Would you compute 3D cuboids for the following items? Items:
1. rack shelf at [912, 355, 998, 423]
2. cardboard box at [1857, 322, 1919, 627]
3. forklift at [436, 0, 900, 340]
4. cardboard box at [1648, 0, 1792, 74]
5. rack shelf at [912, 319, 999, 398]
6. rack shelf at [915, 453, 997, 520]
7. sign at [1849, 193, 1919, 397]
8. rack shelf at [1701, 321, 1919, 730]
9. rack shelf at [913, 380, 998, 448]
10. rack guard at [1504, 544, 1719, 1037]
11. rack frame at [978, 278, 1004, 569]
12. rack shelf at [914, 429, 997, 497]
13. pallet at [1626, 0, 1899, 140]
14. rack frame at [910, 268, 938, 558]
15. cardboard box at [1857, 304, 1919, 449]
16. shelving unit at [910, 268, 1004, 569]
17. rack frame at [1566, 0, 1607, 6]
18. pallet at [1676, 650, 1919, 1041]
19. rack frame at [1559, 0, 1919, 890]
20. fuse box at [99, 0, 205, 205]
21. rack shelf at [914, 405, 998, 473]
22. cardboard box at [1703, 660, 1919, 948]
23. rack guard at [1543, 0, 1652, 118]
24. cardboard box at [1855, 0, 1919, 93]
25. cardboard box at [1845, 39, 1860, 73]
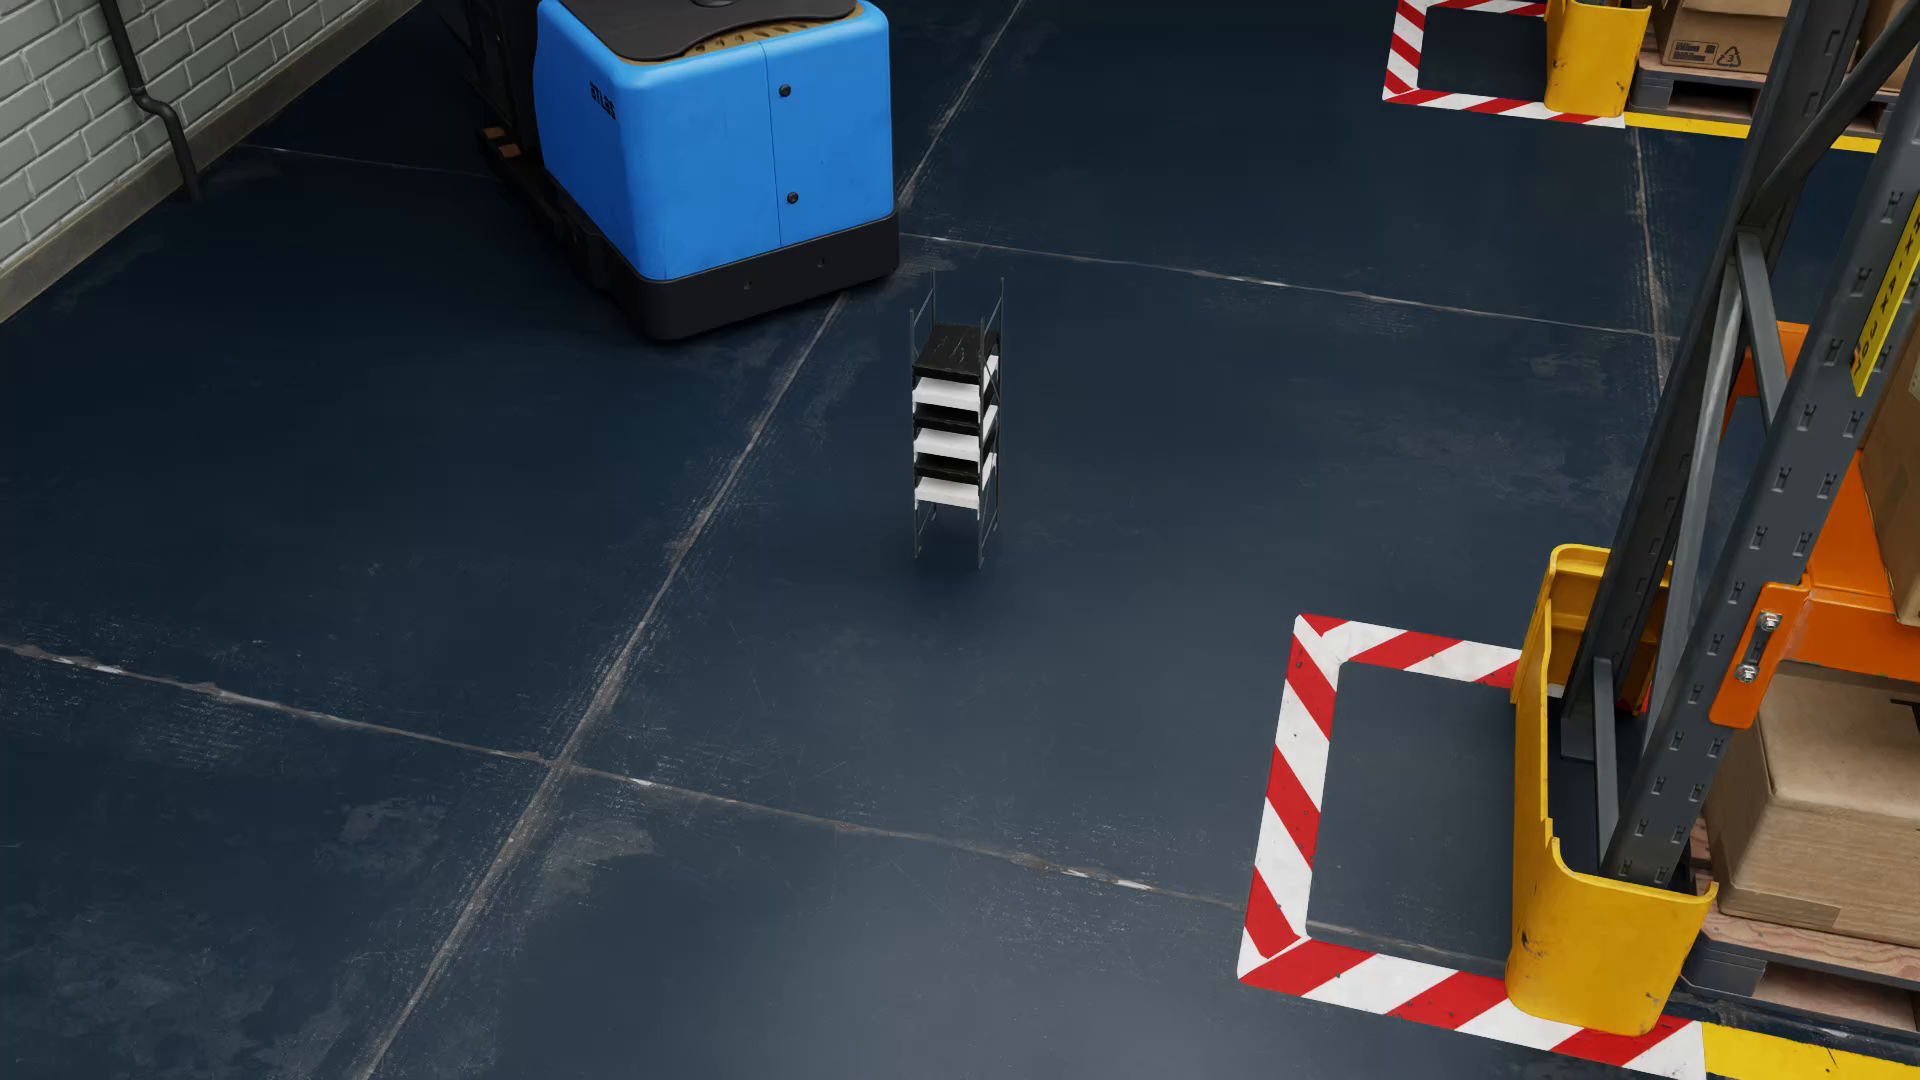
[{"bbox_3d":[-0.008,-0.458,4.868,0.200,0.077,0.258,10,41,11],"label":"rack shelf"},{"bbox_3d":[2.017,-0.149,3.018,0.500,0.500,0.500,9,41,11],"label":"cardboard box"},{"bbox_3d":[-1.425,-2.769,6.268,1.130,2.935,3.031,-21,44,-23],"label":"forklift"},{"bbox_3d":[3.473,-2.498,7.506,0.637,0.503,0.797,8,41,10],"label":"cardboard box"},{"bbox_3d":[-0.008,-0.527,4.810,0.200,0.077,0.258,10,41,11],"label":"rack shelf"},{"bbox_3d":[-0.008,-0.183,5.099,0.200,0.077,0.258,10,41,11],"label":"rack shelf"},{"bbox_3d":[1.478,-0.387,2.644,0.005,0.325,0.100,10,41,11],"label":"sign"},{"bbox_3d":[3.560,0.239,3.193,4.000,0.370,1.077,10,41,11],"label":"rack shelf"},{"bbox_3d":[-0.008,-0.389,4.926,0.200,0.077,0.258,10,41,11],"label":"rack shelf"},{"bbox_3d":[1.604,0.584,4.166,0.348,0.500,1.175,10,41,11],"label":"rack guard"},{"bbox_3d":[0.090,-0.329,4.942,0.006,0.900,0.240,10,41,11],"label":"rack frame"},{"bbox_3d":[-0.008,-0.252,5.042,0.200,0.077,0.258,10,41,11],"label":"rack shelf"},{"bbox_3d":[3.751,-2.241,7.754,1.213,0.211,1.003,10,41,11],"label":"pallet"},{"bbox_3d":[-0.106,-0.363,4.982,0.006,0.900,0.240,10,41,11],"label":"rack frame"},{"bbox_3d":[2.162,-0.492,3.425,0.500,0.500,0.500,10,41,12],"label":"cardboard box"},{"bbox_3d":[-0.008,-0.346,4.962,0.210,0.900,0.258,10,41,11],"label":"shelving unit"},{"bbox_3d":[2.907,-3.453,7.030,0.127,3.000,1.000,10,41,11],"label":"rack frame"},{"bbox_3d":[2.420,0.783,4.154,1.213,0.211,1.003,10,41,11],"label":"pallet"},{"bbox_3d":[1.628,-0.369,3.357,0.127,3.000,1.000,10,41,11],"label":"rack frame"},{"bbox_3d":[-3.142,-2.079,6.395,0.414,1.711,0.539,10,41,11],"label":"fuse box"},{"bbox_3d":[-0.008,-0.320,4.984,0.200,0.077,0.258,10,41,11],"label":"rack shelf"},{"bbox_3d":[2.291,0.499,3.989,0.875,0.438,0.875,8,41,10],"label":"cardboard box"},{"bbox_3d":[2.980,-2.484,7.819,0.348,0.500,1.175,10,41,11],"label":"rack guard"},{"bbox_3d":[4.289,-2.330,7.309,0.500,0.500,0.700,11,41,13],"label":"cardboard box"},{"bbox_3d":[3.874,-2.267,7.507,0.250,0.149,0.380,8,41,10],"label":"cardboard box"}]
